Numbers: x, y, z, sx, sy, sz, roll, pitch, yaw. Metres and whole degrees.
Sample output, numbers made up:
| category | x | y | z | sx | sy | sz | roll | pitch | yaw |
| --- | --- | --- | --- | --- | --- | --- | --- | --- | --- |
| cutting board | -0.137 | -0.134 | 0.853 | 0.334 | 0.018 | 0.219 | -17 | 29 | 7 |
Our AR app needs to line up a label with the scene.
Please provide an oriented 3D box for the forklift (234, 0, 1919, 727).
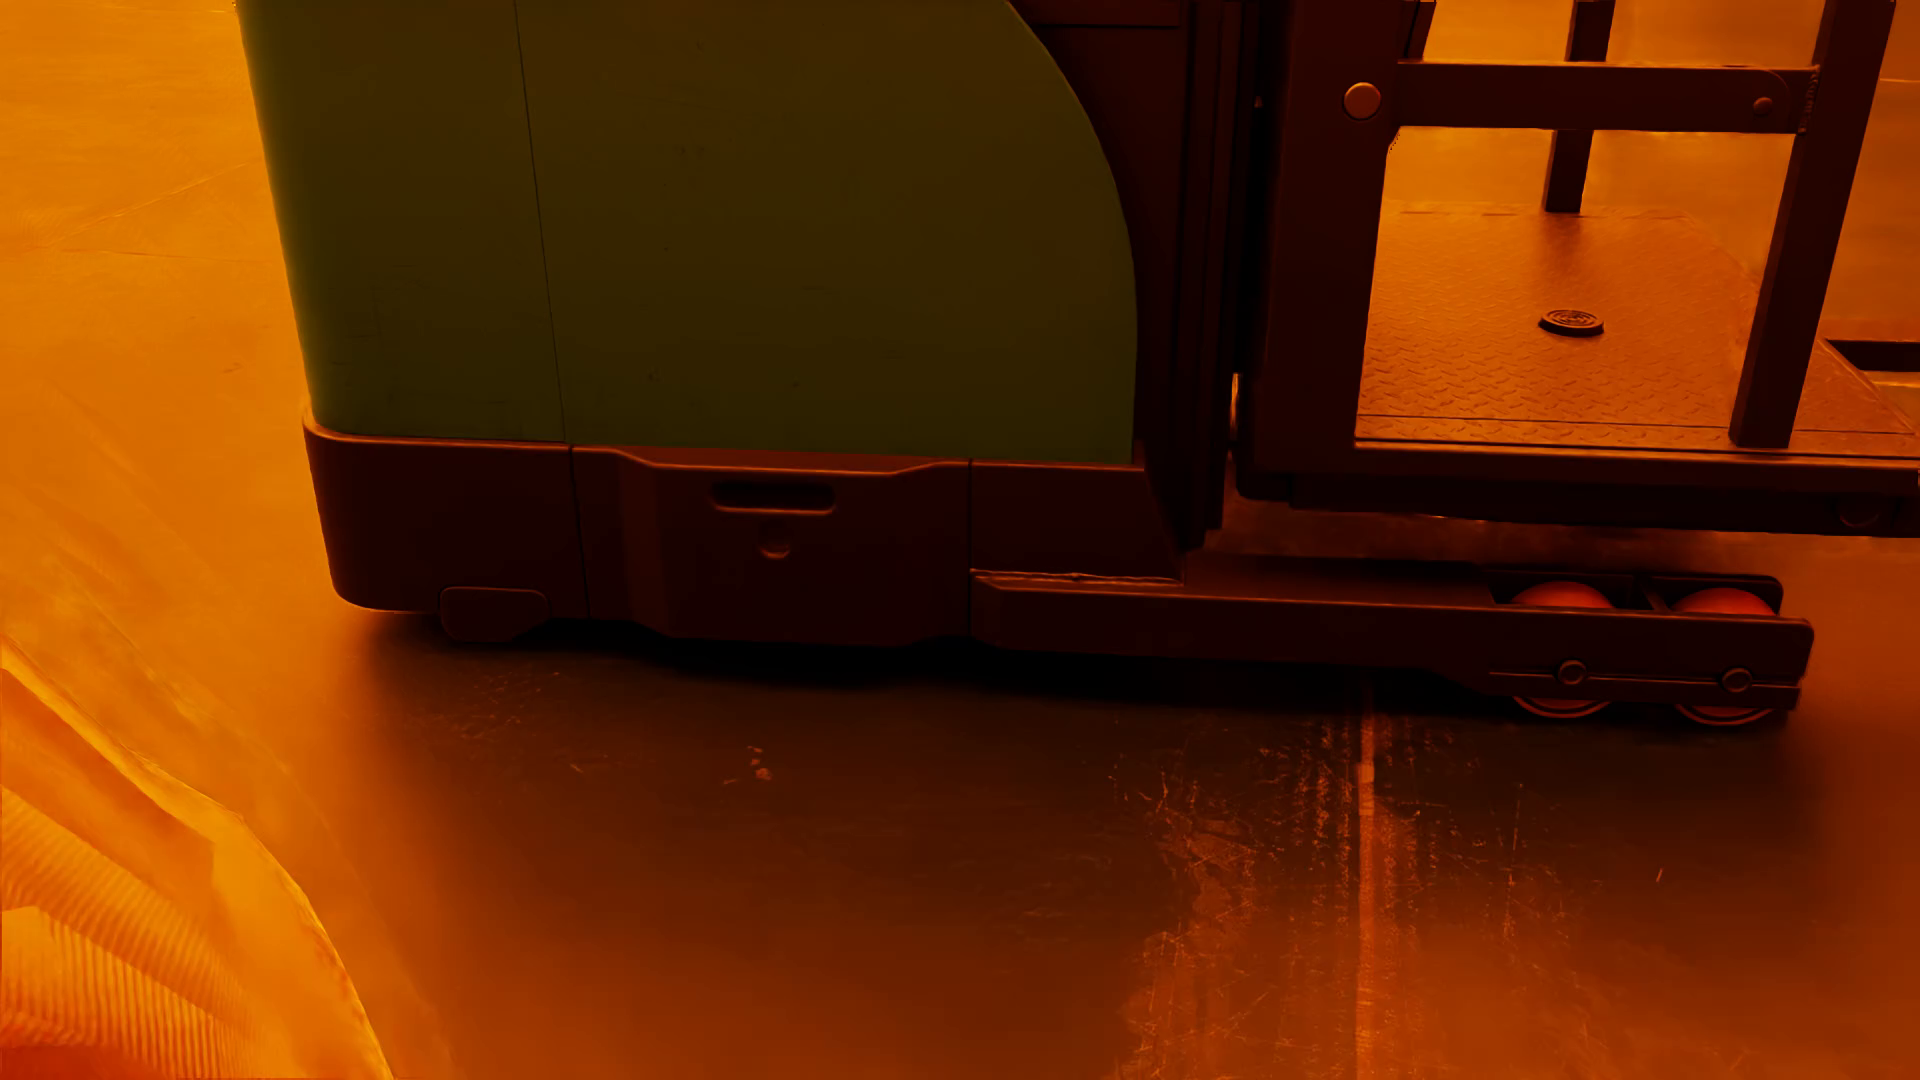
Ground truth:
| category | x | y | z | sx | sy | sz | roll | pitch | yaw |
| --- | --- | --- | --- | --- | --- | --- | --- | --- | --- |
| forklift | 0.702 | -1.331 | 1.884 | 3.031 | 2.935 | 1.130 | 2 | 27 | 5 |
